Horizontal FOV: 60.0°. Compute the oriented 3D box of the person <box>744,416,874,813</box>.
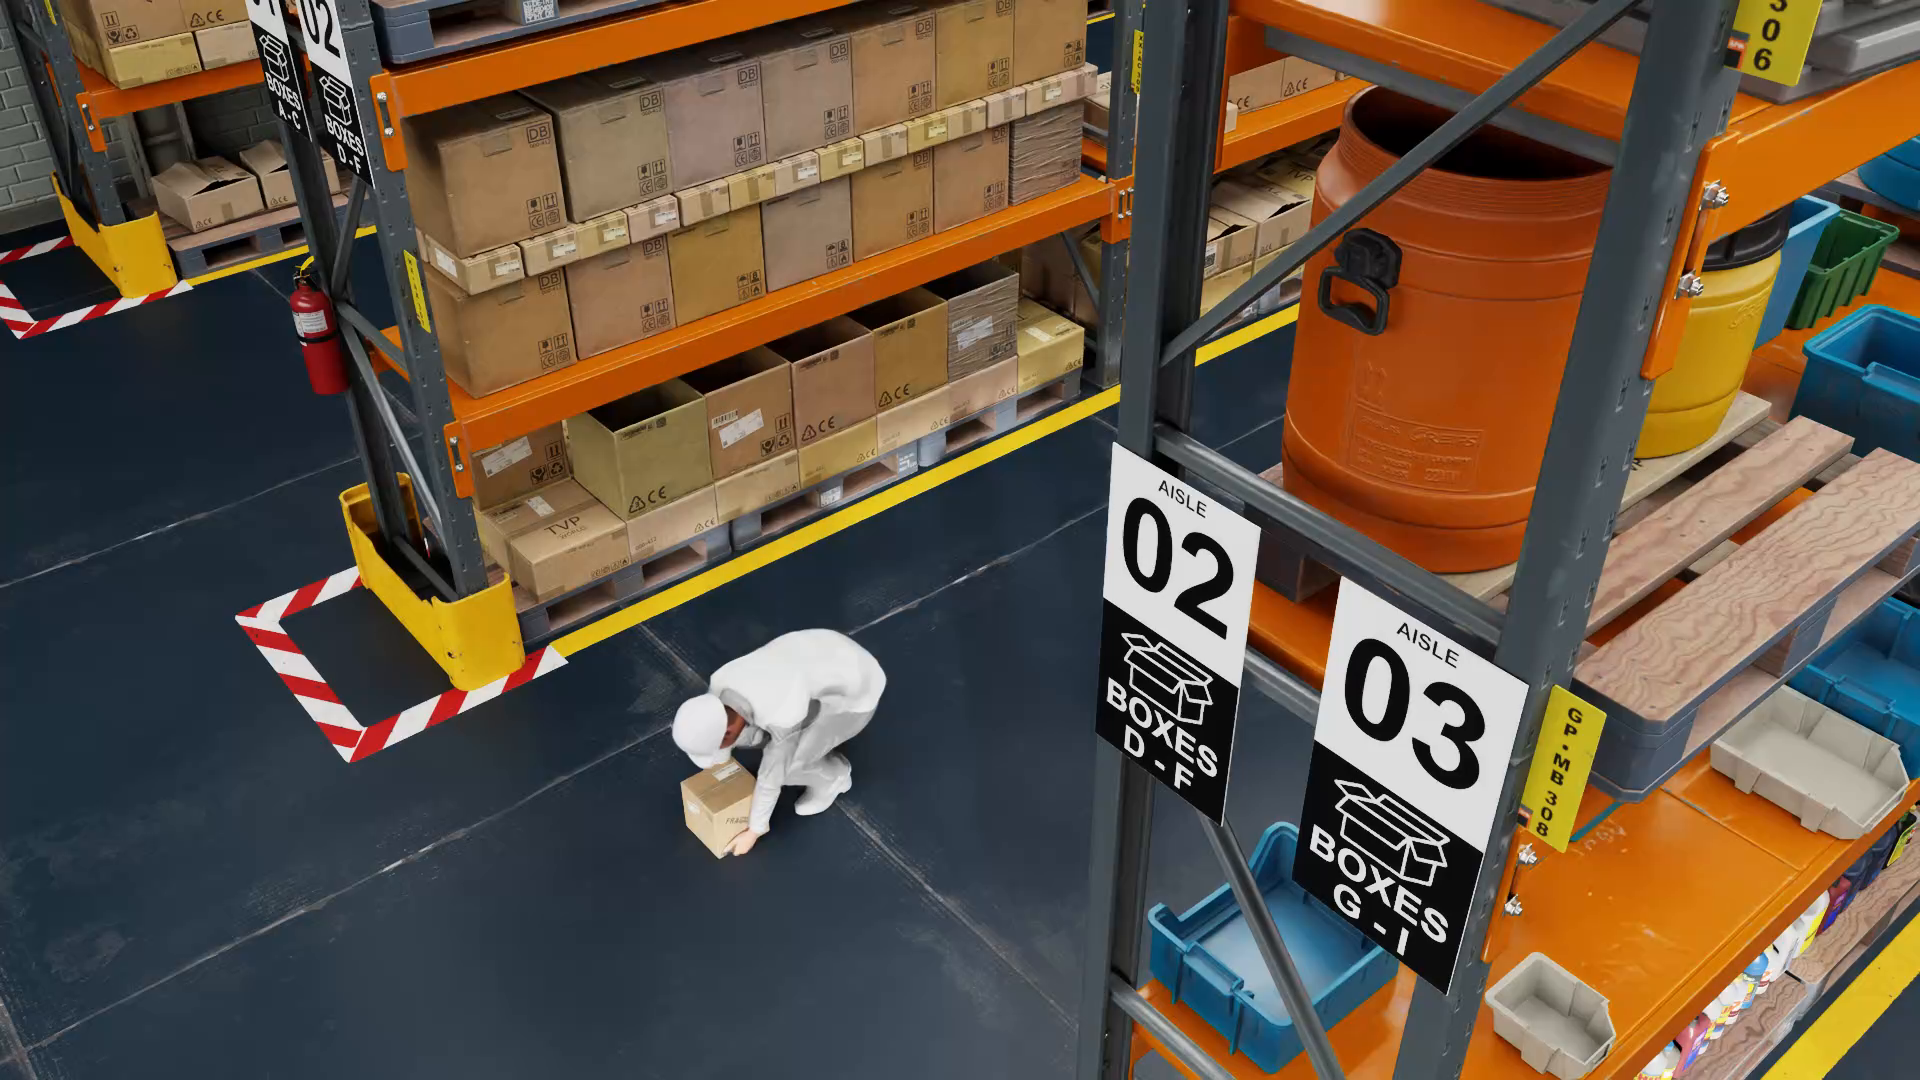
[{"bbox_3d":[-0.639,0.330,6.605,0.563,1.762,0.494,-26,43,-31],"label":"person"}]
